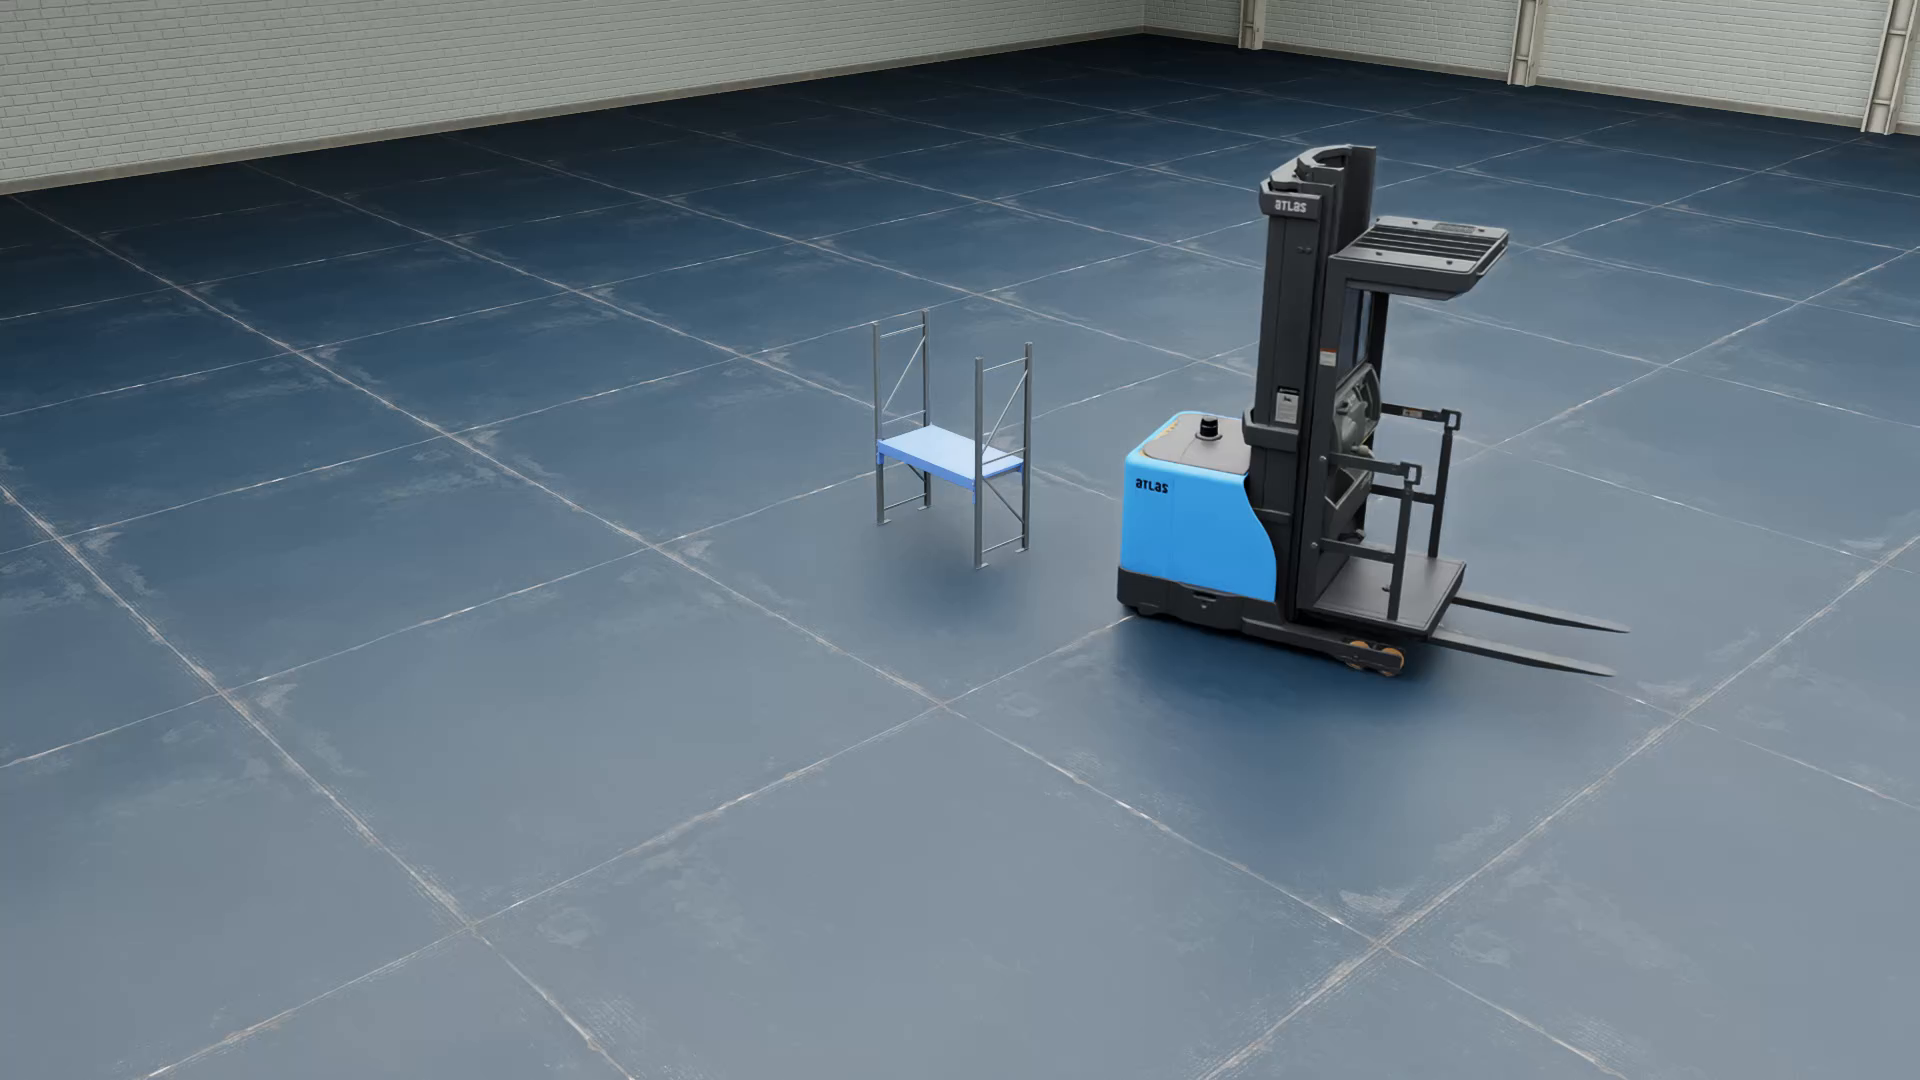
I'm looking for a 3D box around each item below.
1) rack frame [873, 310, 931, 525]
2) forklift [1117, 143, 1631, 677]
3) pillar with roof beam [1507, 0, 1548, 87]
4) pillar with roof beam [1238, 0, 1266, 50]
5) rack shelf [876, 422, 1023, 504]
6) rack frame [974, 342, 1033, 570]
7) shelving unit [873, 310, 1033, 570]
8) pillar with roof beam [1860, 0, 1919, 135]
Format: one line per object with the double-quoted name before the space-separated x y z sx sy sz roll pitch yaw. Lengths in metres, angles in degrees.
"rack frame" -0.406 -0.862 11.833 0.500 1.500 0.032 -21 32 -38
"forklift" 2.559 -0.770 9.906 3.031 2.935 1.130 12 27 25
"pillar with roof beam" 6.794 -10.935 24.877 9.100 9.000 0.400 -21 32 -38
"pillar with roof beam" 2.693 -12.753 28.862 9.100 9.000 0.400 -21 32 -38
"rack shelf" -0.058 -0.545 11.570 0.538 0.185 1.000 -21 32 -38
"rack frame" 0.289 -0.554 11.158 0.500 1.500 0.032 -21 32 -38
"shelving unit" -0.058 -0.708 11.495 0.538 1.500 1.048 -21 32 -38
"pillar with roof beam" 10.895 -9.117 20.893 9.100 9.000 0.400 -21 32 -38
